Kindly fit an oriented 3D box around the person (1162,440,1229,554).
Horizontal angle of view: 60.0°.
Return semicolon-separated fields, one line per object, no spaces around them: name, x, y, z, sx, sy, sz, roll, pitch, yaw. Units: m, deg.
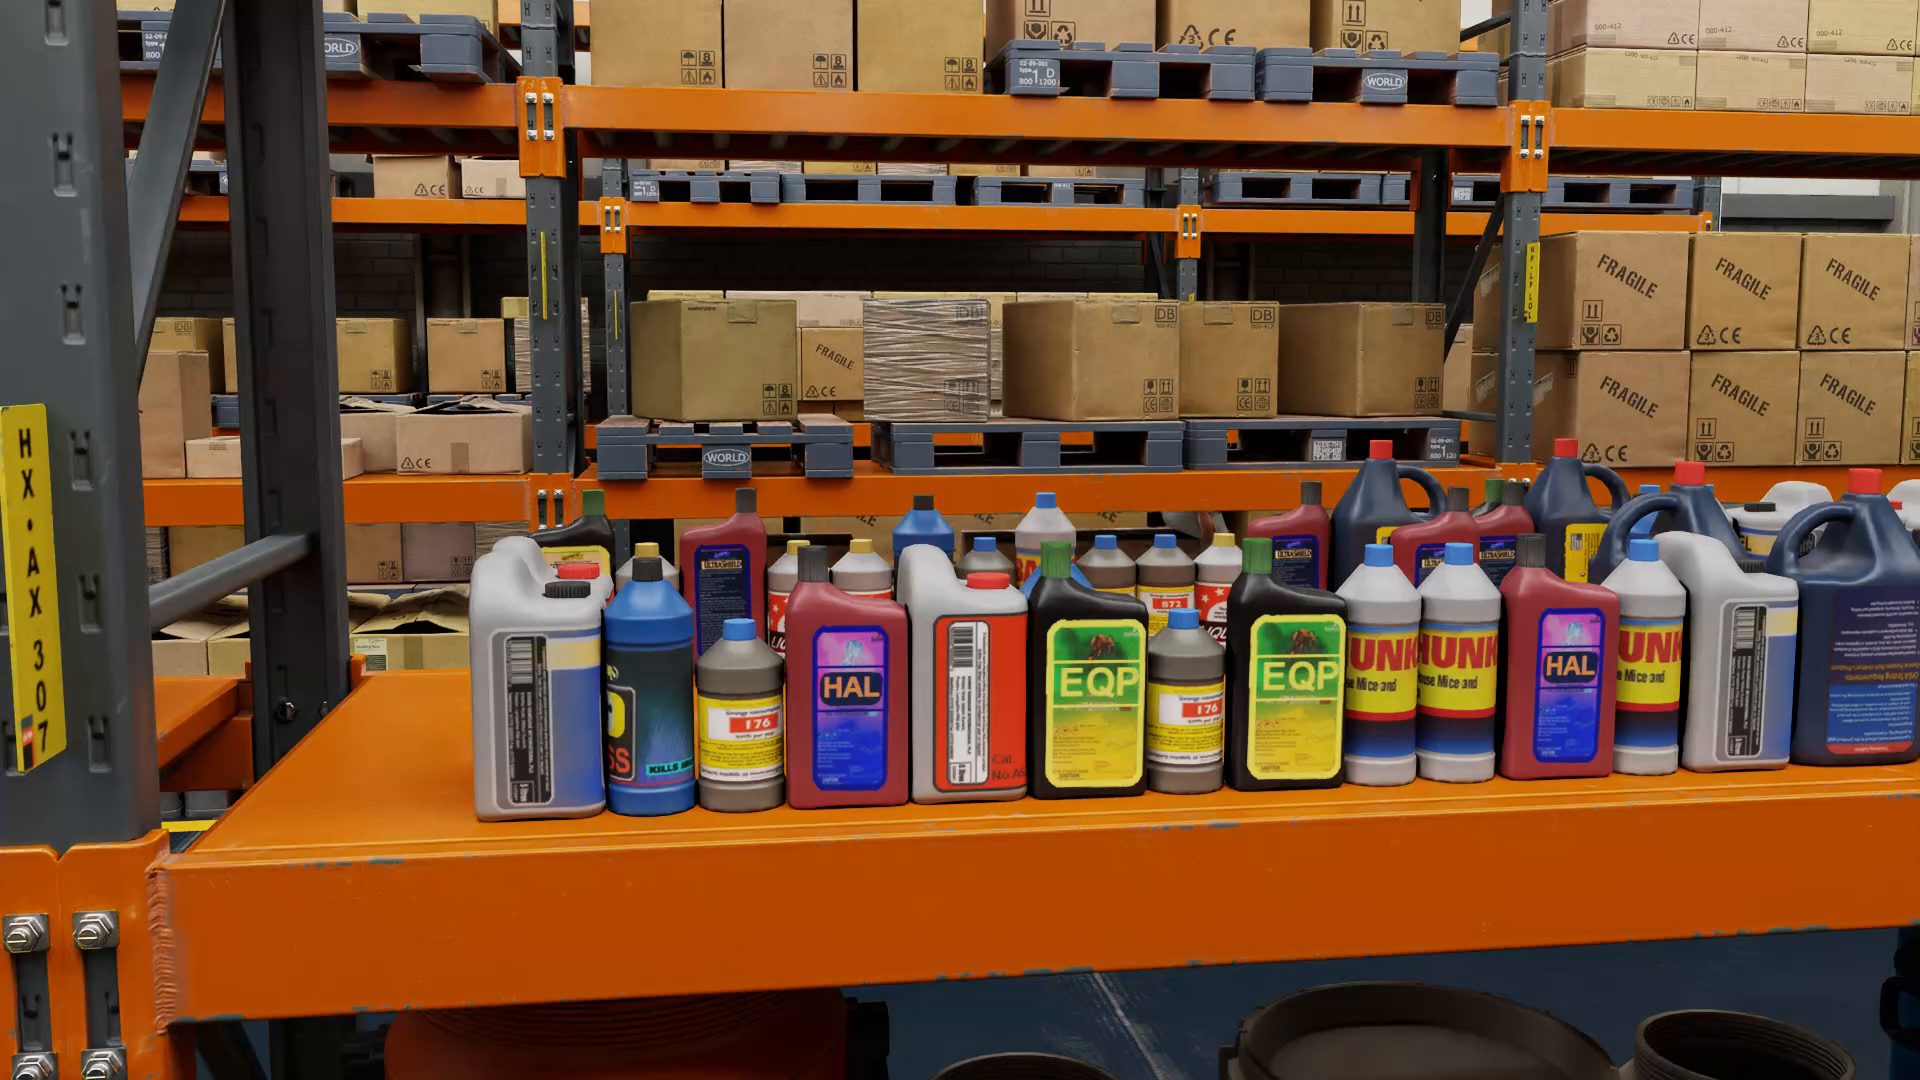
person;1.293;-0.179;9.490;0.534;1.761;0.597;0;6;-4
